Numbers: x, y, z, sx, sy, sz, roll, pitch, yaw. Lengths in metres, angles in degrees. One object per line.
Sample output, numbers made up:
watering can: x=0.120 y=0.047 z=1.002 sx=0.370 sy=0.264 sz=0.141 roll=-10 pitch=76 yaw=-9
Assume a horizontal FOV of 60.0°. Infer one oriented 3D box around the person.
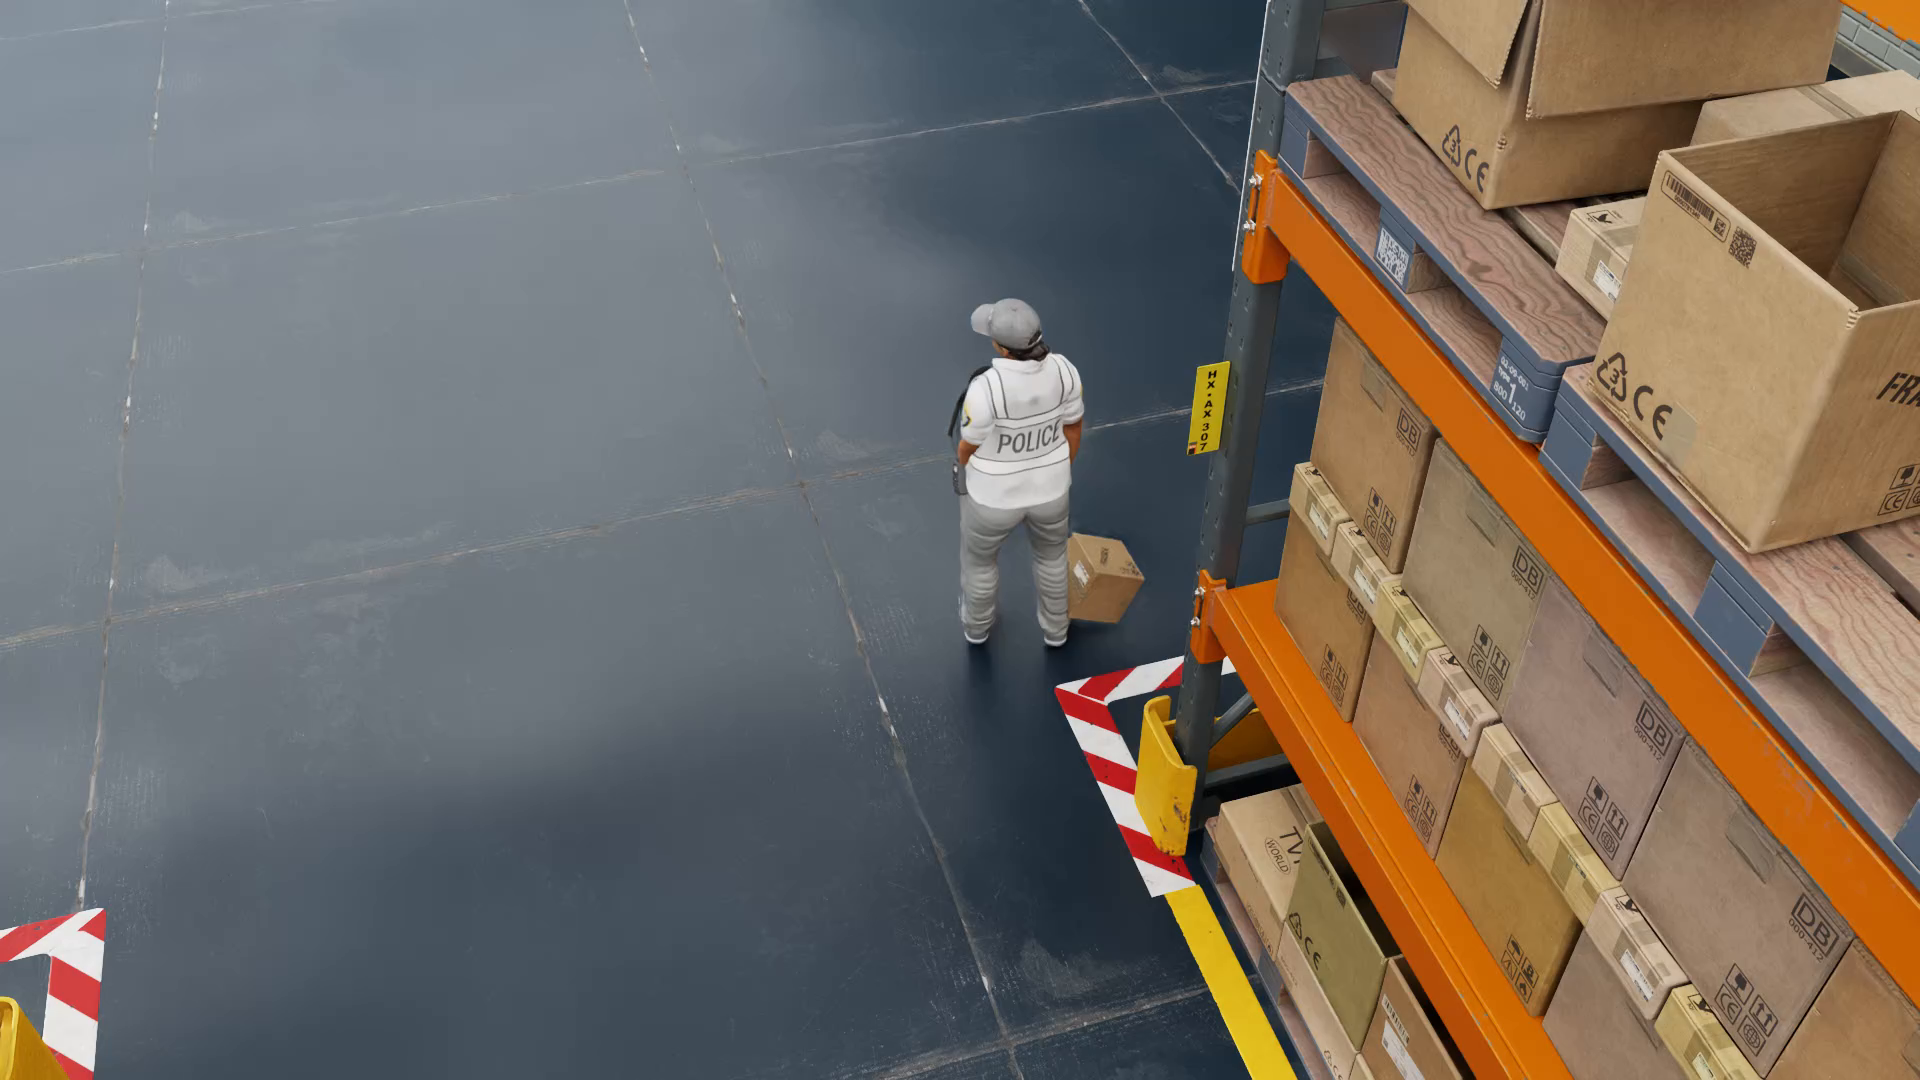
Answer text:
person: x=0.219 y=-0.235 z=6.387 sx=0.556 sy=1.675 sz=0.492 roll=-16 pitch=45 yaw=-17
